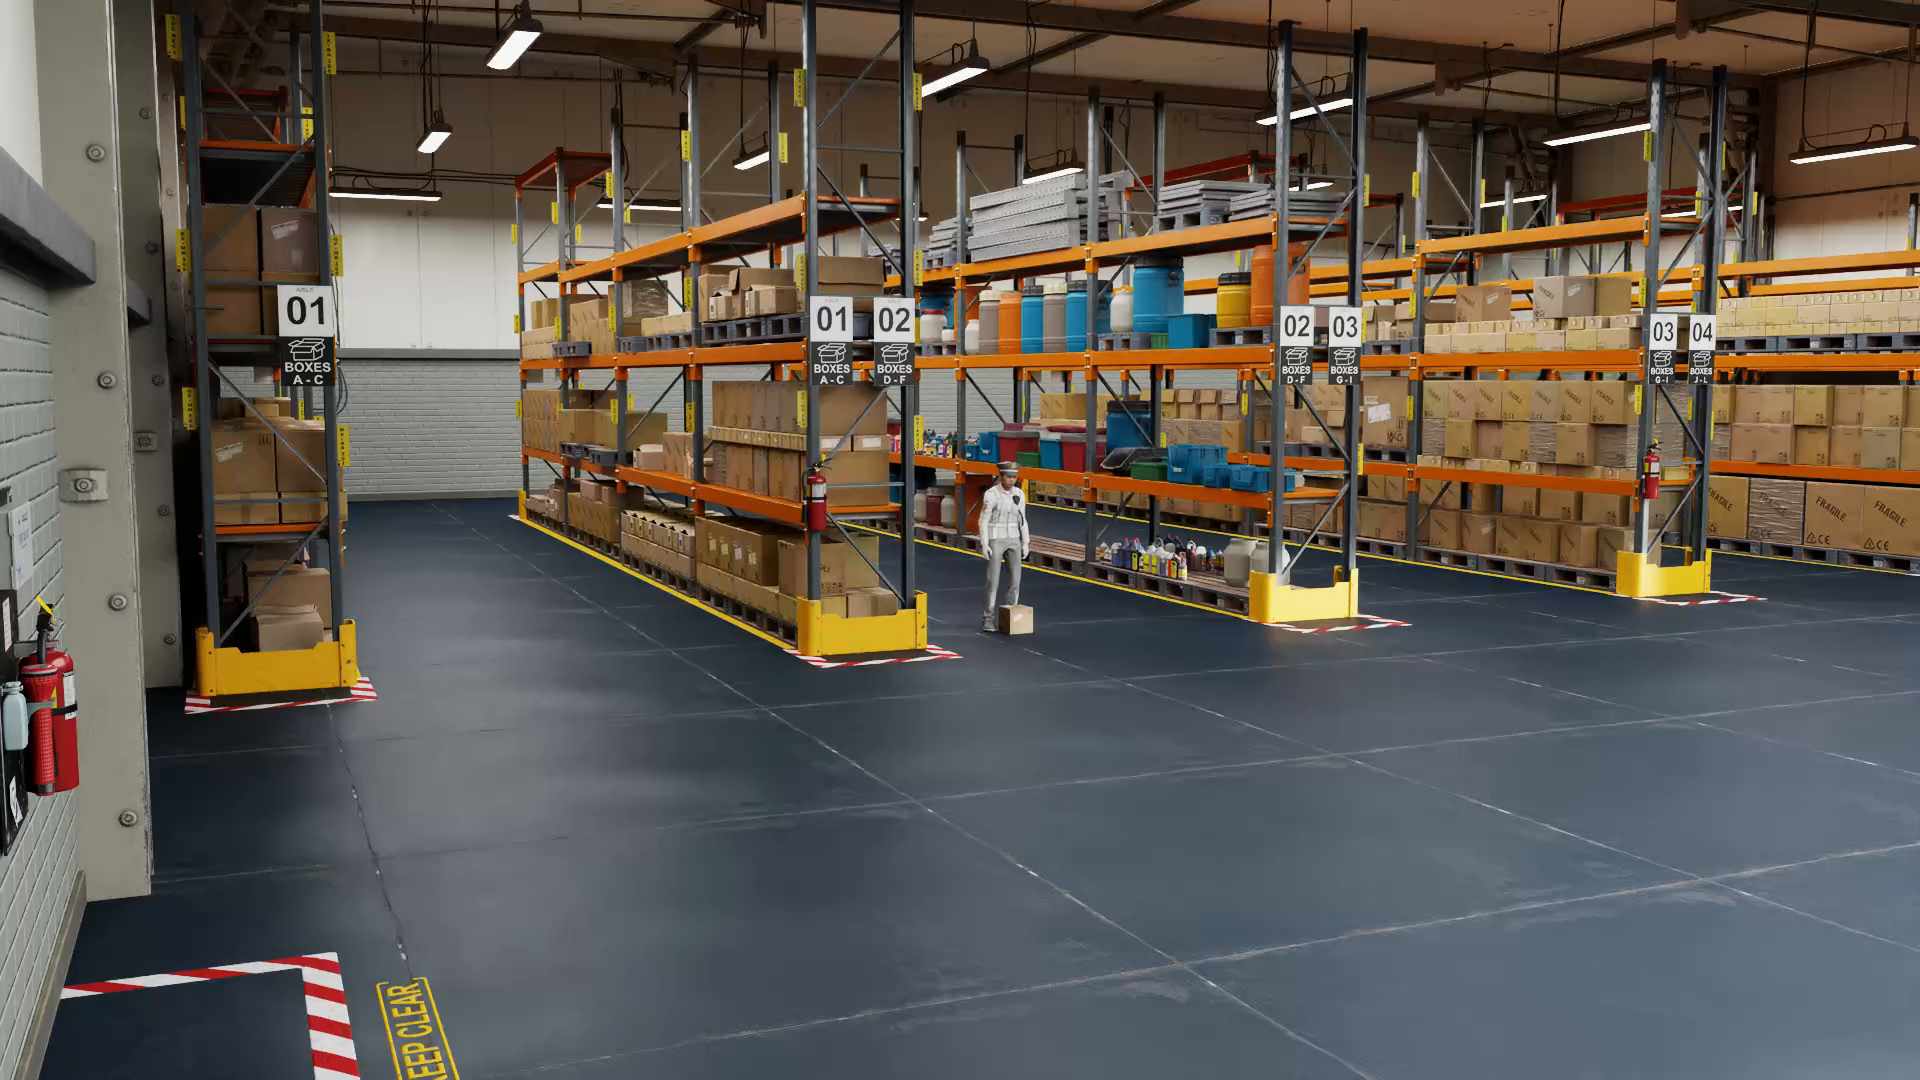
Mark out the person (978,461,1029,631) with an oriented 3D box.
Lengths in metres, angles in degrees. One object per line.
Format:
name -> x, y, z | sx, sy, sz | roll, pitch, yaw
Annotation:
person -> 0.438, 0.054, 16.425 | 0.529, 1.663, 0.371 | -2, 6, -23
